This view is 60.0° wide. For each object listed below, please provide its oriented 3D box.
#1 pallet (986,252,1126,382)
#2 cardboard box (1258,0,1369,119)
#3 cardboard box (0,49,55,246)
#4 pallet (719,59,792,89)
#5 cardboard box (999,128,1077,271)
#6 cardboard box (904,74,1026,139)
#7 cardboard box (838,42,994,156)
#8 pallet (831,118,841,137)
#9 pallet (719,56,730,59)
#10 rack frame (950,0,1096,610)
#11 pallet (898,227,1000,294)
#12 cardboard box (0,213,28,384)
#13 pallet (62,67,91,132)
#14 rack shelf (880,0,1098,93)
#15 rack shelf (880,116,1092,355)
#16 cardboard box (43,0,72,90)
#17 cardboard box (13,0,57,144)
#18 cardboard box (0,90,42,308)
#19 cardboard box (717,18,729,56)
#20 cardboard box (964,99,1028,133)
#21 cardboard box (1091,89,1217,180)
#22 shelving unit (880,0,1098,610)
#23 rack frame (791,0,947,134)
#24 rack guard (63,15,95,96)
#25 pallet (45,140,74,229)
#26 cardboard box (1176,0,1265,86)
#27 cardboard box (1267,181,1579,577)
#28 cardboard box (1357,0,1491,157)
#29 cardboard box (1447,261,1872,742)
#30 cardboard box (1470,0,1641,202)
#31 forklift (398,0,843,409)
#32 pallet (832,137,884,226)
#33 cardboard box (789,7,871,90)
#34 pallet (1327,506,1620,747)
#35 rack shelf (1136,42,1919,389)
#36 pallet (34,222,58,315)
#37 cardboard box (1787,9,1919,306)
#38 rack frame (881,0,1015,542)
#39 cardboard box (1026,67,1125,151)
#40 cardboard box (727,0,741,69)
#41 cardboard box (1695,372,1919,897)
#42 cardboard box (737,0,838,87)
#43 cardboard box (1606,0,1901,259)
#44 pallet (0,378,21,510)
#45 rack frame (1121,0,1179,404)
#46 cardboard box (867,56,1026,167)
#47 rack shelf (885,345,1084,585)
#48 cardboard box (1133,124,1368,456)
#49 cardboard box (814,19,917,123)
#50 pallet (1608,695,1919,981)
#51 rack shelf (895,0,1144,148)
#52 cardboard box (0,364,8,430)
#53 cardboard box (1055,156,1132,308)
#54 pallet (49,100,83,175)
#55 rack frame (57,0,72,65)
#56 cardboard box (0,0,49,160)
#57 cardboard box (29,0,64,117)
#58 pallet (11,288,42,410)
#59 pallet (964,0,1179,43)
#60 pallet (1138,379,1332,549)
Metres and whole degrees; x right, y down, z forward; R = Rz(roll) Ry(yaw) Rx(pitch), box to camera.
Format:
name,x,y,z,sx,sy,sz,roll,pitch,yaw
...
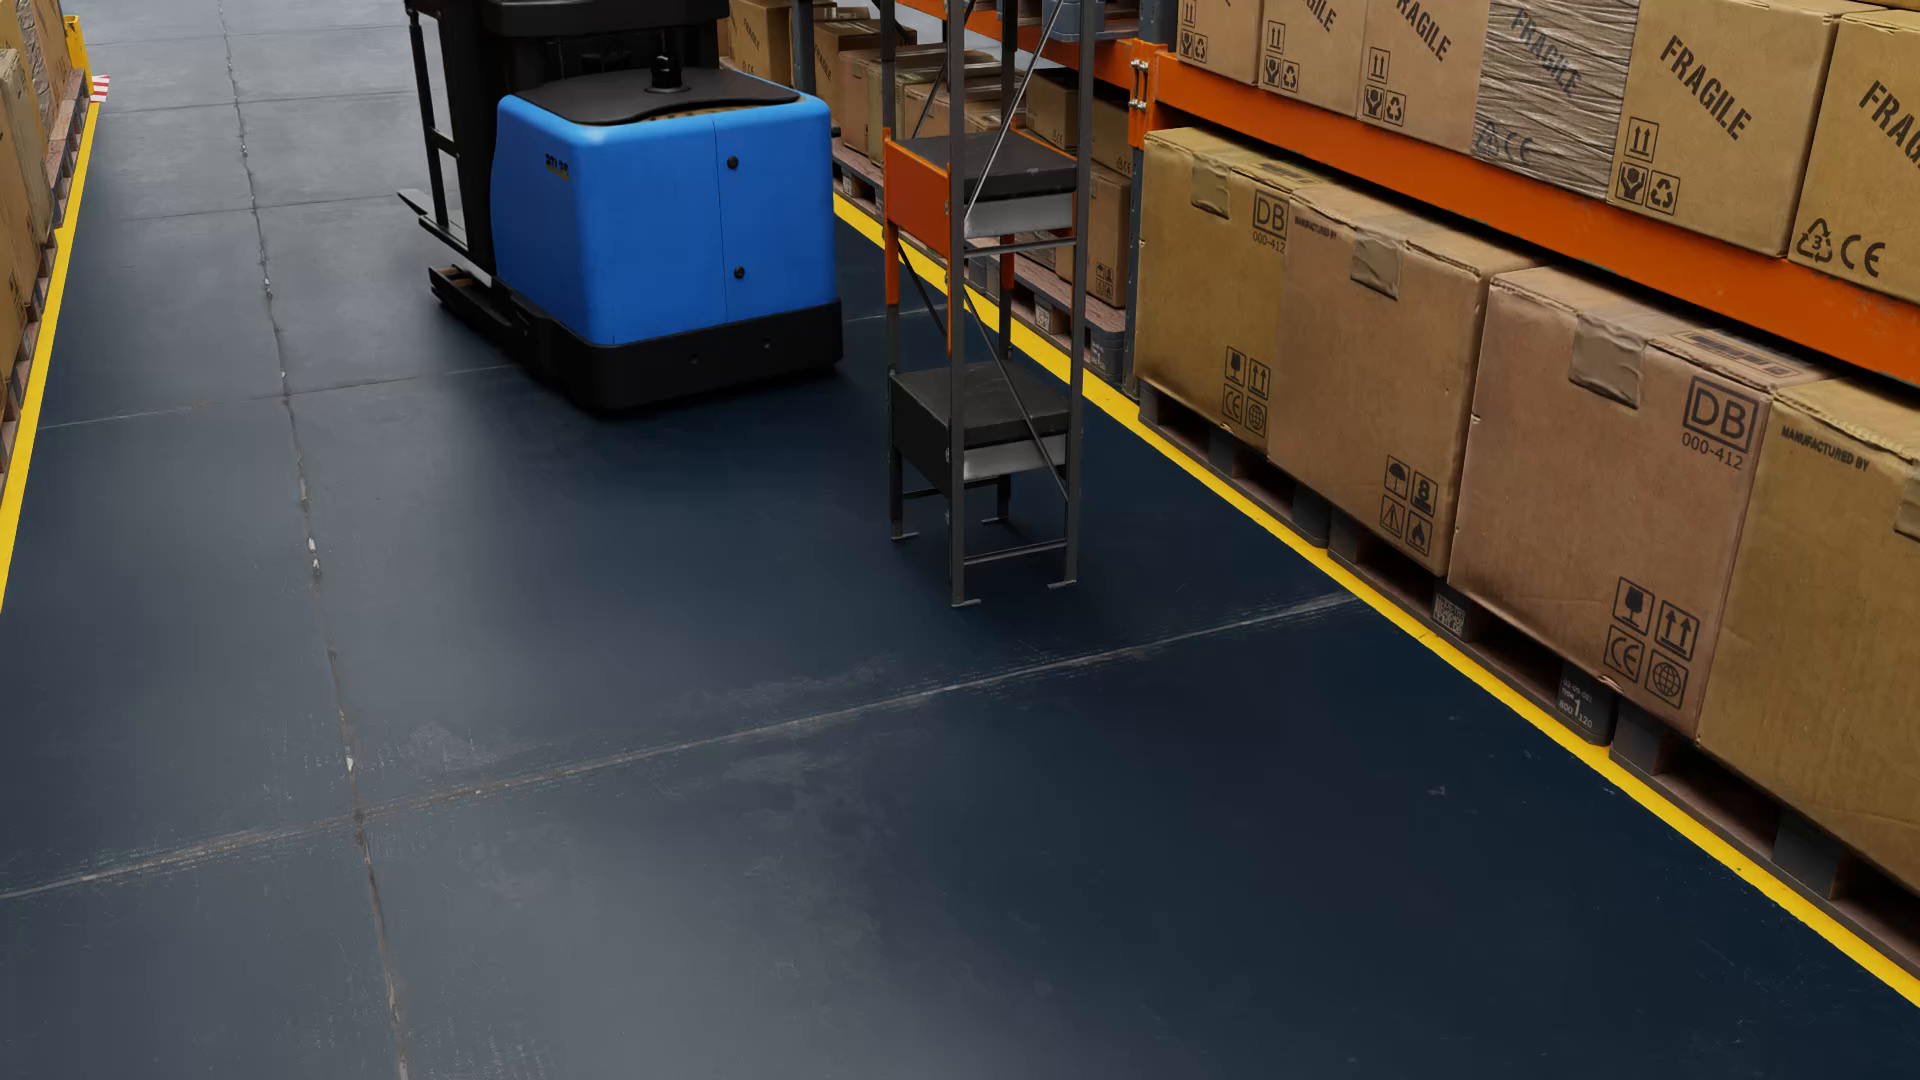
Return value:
name,x,y,z,sx,sy,sz,roll,pitch,yaw
pallet,0.801,-1.037,7.133,1.003,0.211,1.213,-11,28,-21
cardboard box,1.250,-1.569,4.930,0.500,0.500,0.500,-11,28,-22
cardboard box,-4.738,-1.720,7.440,1.050,0.750,0.750,-11,28,-21
pallet,-1.238,-3.094,11.347,1.003,0.211,1.213,-11,28,-21
cardboard box,0.596,-1.538,7.328,0.700,0.500,0.500,-13,29,-25
cardboard box,0.149,-1.990,8.255,0.700,0.500,0.500,-13,29,-25
cardboard box,-0.240,-2.412,9.119,0.700,0.500,0.500,-13,29,-25
pallet,-0.756,-2.601,10.337,1.003,0.211,1.213,-11,28,-21
pallet,-1.712,-3.586,12.354,1.003,0.211,1.213,-11,28,-21
rack frame,0.160,-0.778,4.451,0.400,2.100,0.015,-11,28,-21
pallet,0.327,-1.529,8.141,1.003,0.211,1.213,-11,28,-21
cardboard box,-3.999,-0.954,5.871,1.050,0.750,0.750,-10,28,-20
pallet,-6.245,-2.830,10.806,1.003,0.211,1.213,-11,28,-21
rack shelf,0.065,-1.493,4.351,0.431,0.518,0.480,-11,28,-21
rack shelf,0.065,-0.864,4.658,0.431,0.518,0.480,-11,28,-21
cardboard box,-6.304,-3.364,10.664,0.875,0.875,0.875,-10,28,-20
cardboard box,-5.602,-2.641,9.183,0.875,0.875,0.875,-10,28,-20
cardboard box,-4.364,-1.330,6.641,1.050,0.750,0.750,-11,28,-21
cardboard box,-1.532,-3.779,11.942,0.500,0.500,0.500,-3,26,-7
cardboard box,0.368,-1.765,7.794,0.700,0.500,0.500,-8,27,-16
cardboard box,0.816,-1.651,6.706,0.500,0.250,0.500,-9,28,-19
shelving unit,0.065,-0.877,4.652,0.431,2.100,0.503,-11,28,-21
rack frame,-0.460,-3.589,9.182,1.000,3.000,0.127,-11,28,-21
rack guard,-6.640,-3.279,11.396,1.175,0.500,0.348,-11,28,-21
pallet,-5.290,-1.845,8.788,1.003,0.211,1.213,-11,28,-21
cardboard box,1.046,-1.776,5.355,0.500,0.500,0.500,-10,28,-19
cardboard box,1.699,-0.565,4.931,1.225,0.875,0.875,-10,28,-20
cardboard box,1.454,-1.362,4.507,0.500,0.500,0.500,-11,28,-22
cardboard box,2.053,-0.209,4.202,1.225,0.875,0.875,-12,28,-22
cardboard box,1.648,-1.160,4.093,0.500,0.500,0.500,-10,28,-20
forklift,-1.695,-2.392,6.808,1.130,2.935,3.031,-16,30,-30
pallet,-0.154,-2.022,9.151,1.003,0.211,1.213,-11,28,-21
cardboard box,-0.812,-3.053,10.454,0.500,0.500,0.500,-2,26,-4
pallet,1.819,0.102,4.801,1.003,0.211,1.213,-11,28,-21
rack shelf,1.889,-0.844,4.379,1.077,0.370,4.000,-11,28,-21
pallet,-4.692,-1.226,7.521,1.003,0.211,1.213,-11,28,-21
cardboard box,2.051,-0.747,3.248,0.500,0.500,0.500,-10,28,-19
rack frame,-0.031,-0.975,4.854,0.400,2.100,0.015,-11,28,-21
cardboard box,0.599,-1.863,7.141,0.500,0.250,0.500,-7,27,-15
cardboard box,-1.304,-3.523,11.417,0.500,0.500,0.500,-8,27,-16
cardboard box,2.403,0.152,3.464,1.225,0.875,0.875,-10,28,-20
cardboard box,-1.127,-3.290,10.940,0.500,0.500,0.500,-13,29,-25
cardboard box,1.840,-0.957,3.677,0.500,0.500,0.500,-11,28,-21
pallet,-3.737,-0.241,5.503,1.003,0.211,1.213,-11,28,-21
rack frame,1.106,-1.974,5.875,1.000,3.000,0.127,-11,28,-21
cardboard box,-0.070,-2.216,8.718,0.700,0.500,0.500,-11,28,-21
rack shelf,0.065,-0.235,4.966,0.431,0.518,0.480,-11,28,-21
cardboard box,1.357,-0.926,5.671,1.225,0.875,0.875,-12,28,-23
cardboard box,-0.580,-2.823,9.983,0.500,0.500,0.500,-11,28,-22
pallet,2.301,0.595,3.791,1.003,0.211,1.213,-11,28,-21
rack shelf,0.323,-2.458,7.686,1.077,0.370,4.000,-11,28,-21
cardboard box,-3.653,-0.602,5.150,1.050,0.750,0.750,-11,28,-21
cardboard box,0.825,-1.316,6.874,0.700,0.500,0.500,-12,29,-23
pallet,-5.771,-2.338,9.799,1.003,0.211,1.213,-11,28,-21
rack frame,-6.630,-4.393,10.828,1.000,3.000,0.127,-11,28,-21
cardboard box,-5.246,-2.278,8.439,0.875,0.875,0.875,-10,28,-20
cardboard box,-5.957,-3.009,9.938,0.875,0.875,0.875,-11,28,-21
pallet,-4.211,-0.733,6.510,1.003,0.211,1.213,-11,28,-21
pallet,0.729,-2.158,6.469,1.213,0.211,1.003,-11,28,-21
pallet,1.345,-0.390,5.808,1.003,0.211,1.213,-11,28,-21
